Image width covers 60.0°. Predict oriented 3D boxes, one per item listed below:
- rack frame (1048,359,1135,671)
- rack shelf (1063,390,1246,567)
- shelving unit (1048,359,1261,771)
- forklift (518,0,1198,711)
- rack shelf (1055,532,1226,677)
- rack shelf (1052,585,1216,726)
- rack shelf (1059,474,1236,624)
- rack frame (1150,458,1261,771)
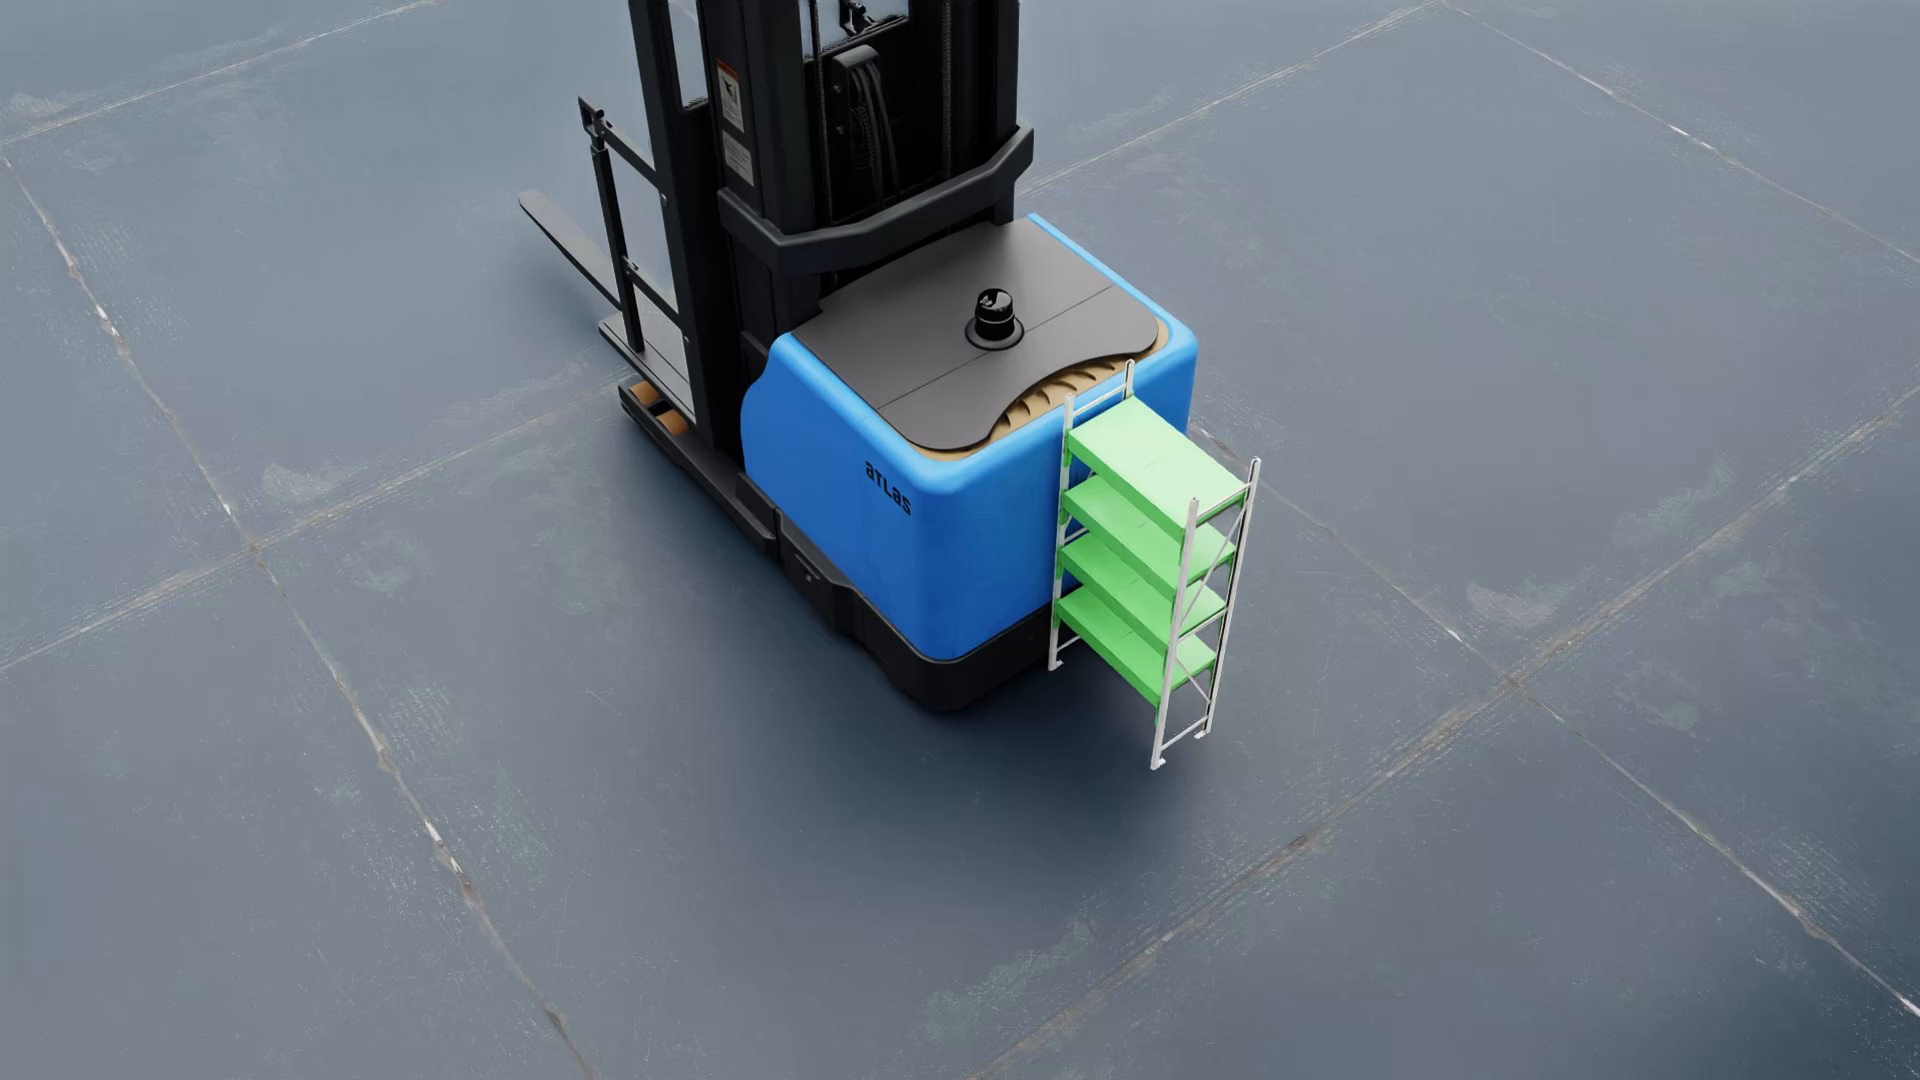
[{"bbox_3d":[0.383,-0.037,4.974,0.240,1.200,0.015,-30,54,-24],"label":"rack frame"},{"bbox_3d":[0.533,-0.174,4.537,0.258,0.148,0.480,-30,54,-24],"label":"rack shelf"},{"bbox_3d":[0.533,0.105,4.845,0.258,1.200,0.503,-30,54,-24],"label":"shelving unit"},{"bbox_3d":[-0.589,-1.495,5.127,1.130,2.935,3.031,-30,54,-24],"label":"forklift"},{"bbox_3d":[0.533,0.148,4.892,0.258,0.148,0.480,-30,54,-24],"label":"rack shelf"},{"bbox_3d":[0.533,0.309,5.070,0.258,0.148,0.480,-30,54,-24],"label":"rack shelf"},{"bbox_3d":[0.533,-0.013,4.714,0.258,0.148,0.480,-30,54,-24],"label":"rack shelf"},{"bbox_3d":[0.683,0.247,4.716,0.240,1.200,0.015,-30,54,-24],"label":"rack frame"}]
